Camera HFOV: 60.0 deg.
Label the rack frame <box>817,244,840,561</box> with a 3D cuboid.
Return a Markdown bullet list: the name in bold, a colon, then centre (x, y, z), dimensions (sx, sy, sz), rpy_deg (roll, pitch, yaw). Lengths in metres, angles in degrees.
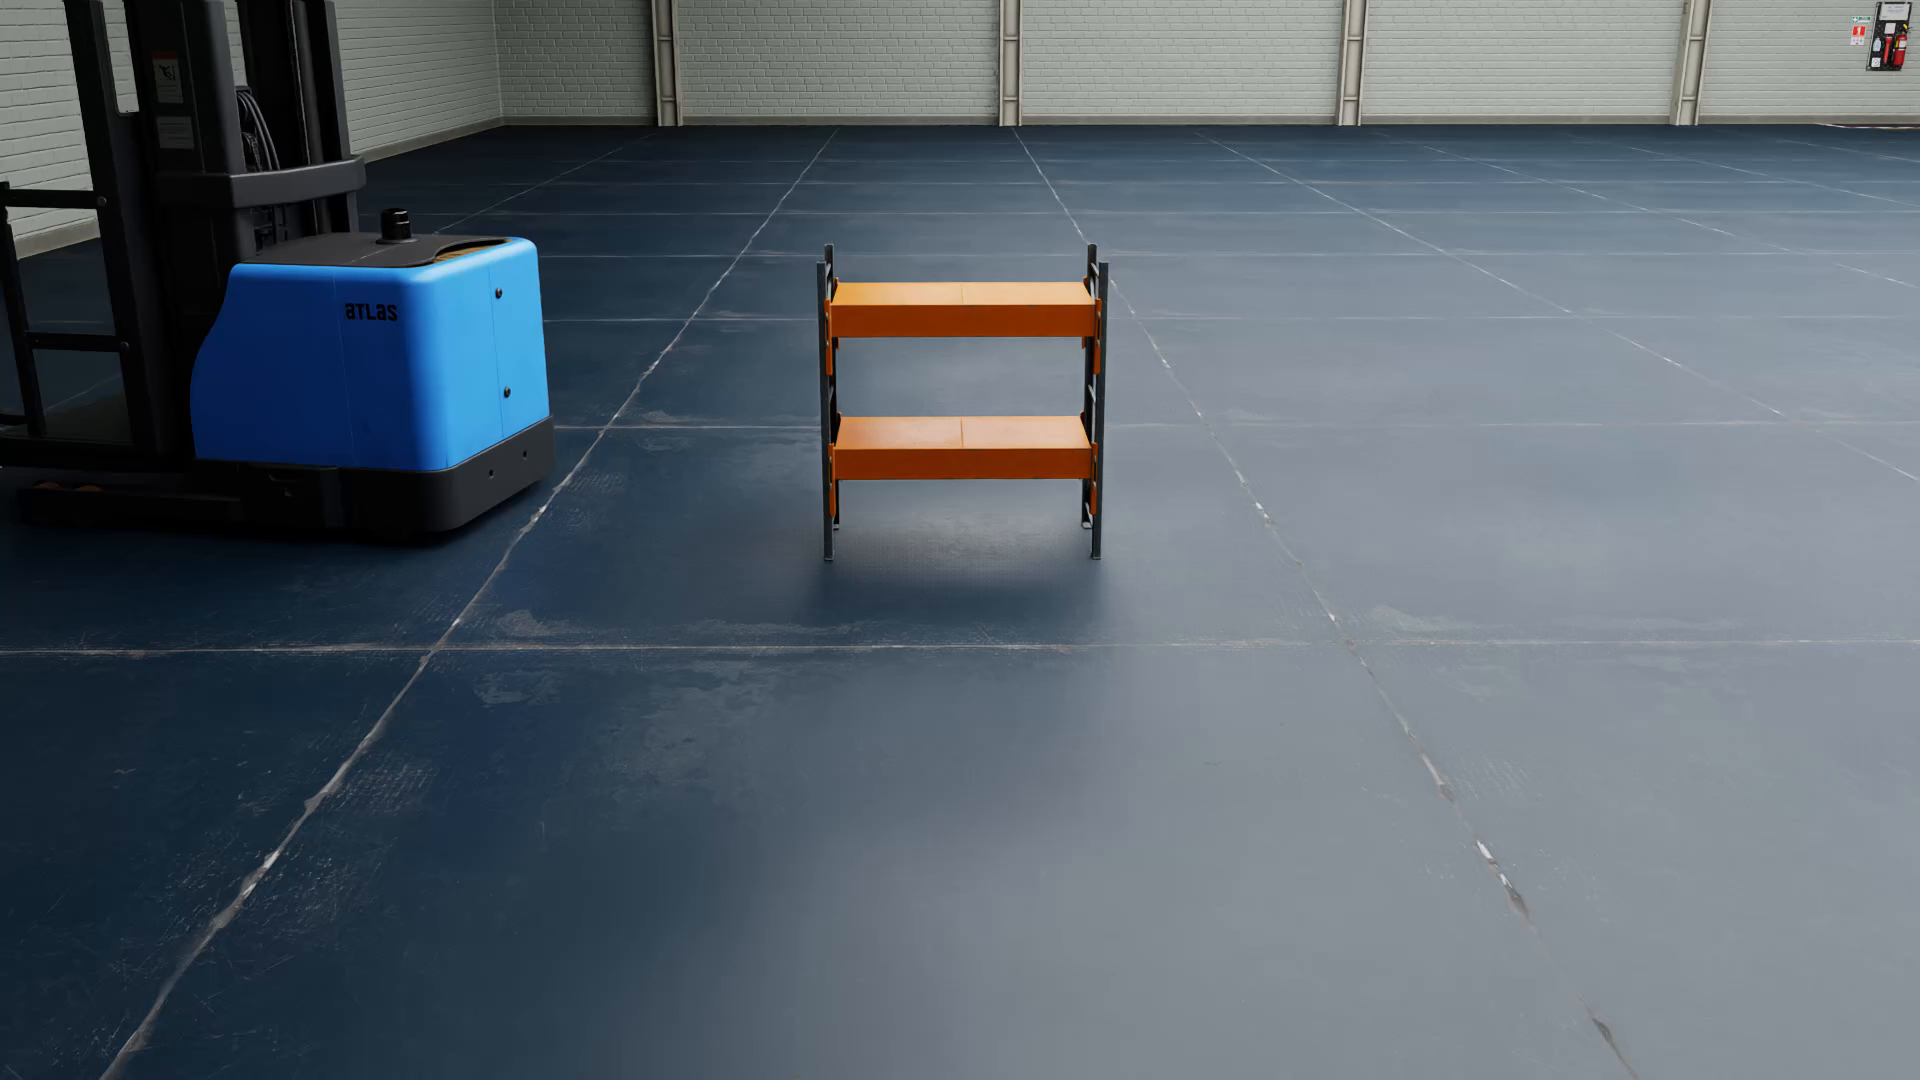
- **rack frame**: centre (-0.502, -0.533, 6.368), dimensions (0.032, 1.125, 0.500), rpy_deg (0, 18, -1)

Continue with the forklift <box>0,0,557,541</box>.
- **forklift**: centre (-3.338, -1.602, 6.744), dimensions (3.031, 2.935, 1.130), rpy_deg (4, 18, 11)

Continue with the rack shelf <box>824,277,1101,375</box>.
- **rack shelf**: centre (0.007, -0.814, 6.286), dimensions (1.000, 0.278, 0.538), rpy_deg (0, 18, -1)

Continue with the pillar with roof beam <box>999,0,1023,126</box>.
- **pillar with roof beam**: centre (0.956, -10.320, 23.987), dimensions (0.400, 9.000, 9.100), rpy_deg (0, 18, -1)

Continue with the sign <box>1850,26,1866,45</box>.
- **sign**: centre (15.860, -8.911, 29.356), dimensions (0.234, 0.329, 0.001), rpy_deg (0, 18, -1)

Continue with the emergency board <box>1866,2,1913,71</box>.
- **emergency board**: centre (16.414, -8.865, 29.271), dimensions (0.643, 1.169, 0.194), rpy_deg (0, 18, -1)

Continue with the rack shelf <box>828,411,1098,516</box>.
- **rack shelf**: centre (0.007, -0.303, 6.451), dimensions (1.000, 0.278, 0.538), rpy_deg (0, 18, -1)

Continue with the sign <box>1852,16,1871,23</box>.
- **sign**: centre (15.864, -9.160, 29.266), dimensions (0.331, 0.109, 0.001), rpy_deg (0, 18, -1)

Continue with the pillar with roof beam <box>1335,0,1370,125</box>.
- **pillar with roof beam**: centre (6.955, -10.349, 24.077), dimensions (0.400, 9.000, 9.100), rpy_deg (0, 18, -1)

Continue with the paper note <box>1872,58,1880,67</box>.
- **paper note**: centre (16.236, -8.466, 29.469), dimensions (0.142, 0.148, 0.016), rpy_deg (0, 18, -1)

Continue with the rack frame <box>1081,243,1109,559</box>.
- **rack frame**: centre (0.515, -0.538, 6.384), dimensions (0.032, 1.125, 0.500), rpy_deg (0, 18, -1)

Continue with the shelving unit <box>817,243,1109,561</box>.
- **shelving unit**: centre (0.007, -0.536, 6.376), dimensions (1.048, 1.125, 0.538), rpy_deg (0, 18, -1)

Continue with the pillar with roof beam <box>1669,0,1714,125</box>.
- **pillar with roof beam**: centre (12.954, -10.378, 24.167), dimensions (0.400, 9.000, 9.100), rpy_deg (0, 18, -1)

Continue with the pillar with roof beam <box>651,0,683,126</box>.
- **pillar with roof beam**: centre (-5.044, -10.291, 23.896), dimensions (0.400, 9.000, 9.100), rpy_deg (0, 18, -1)
